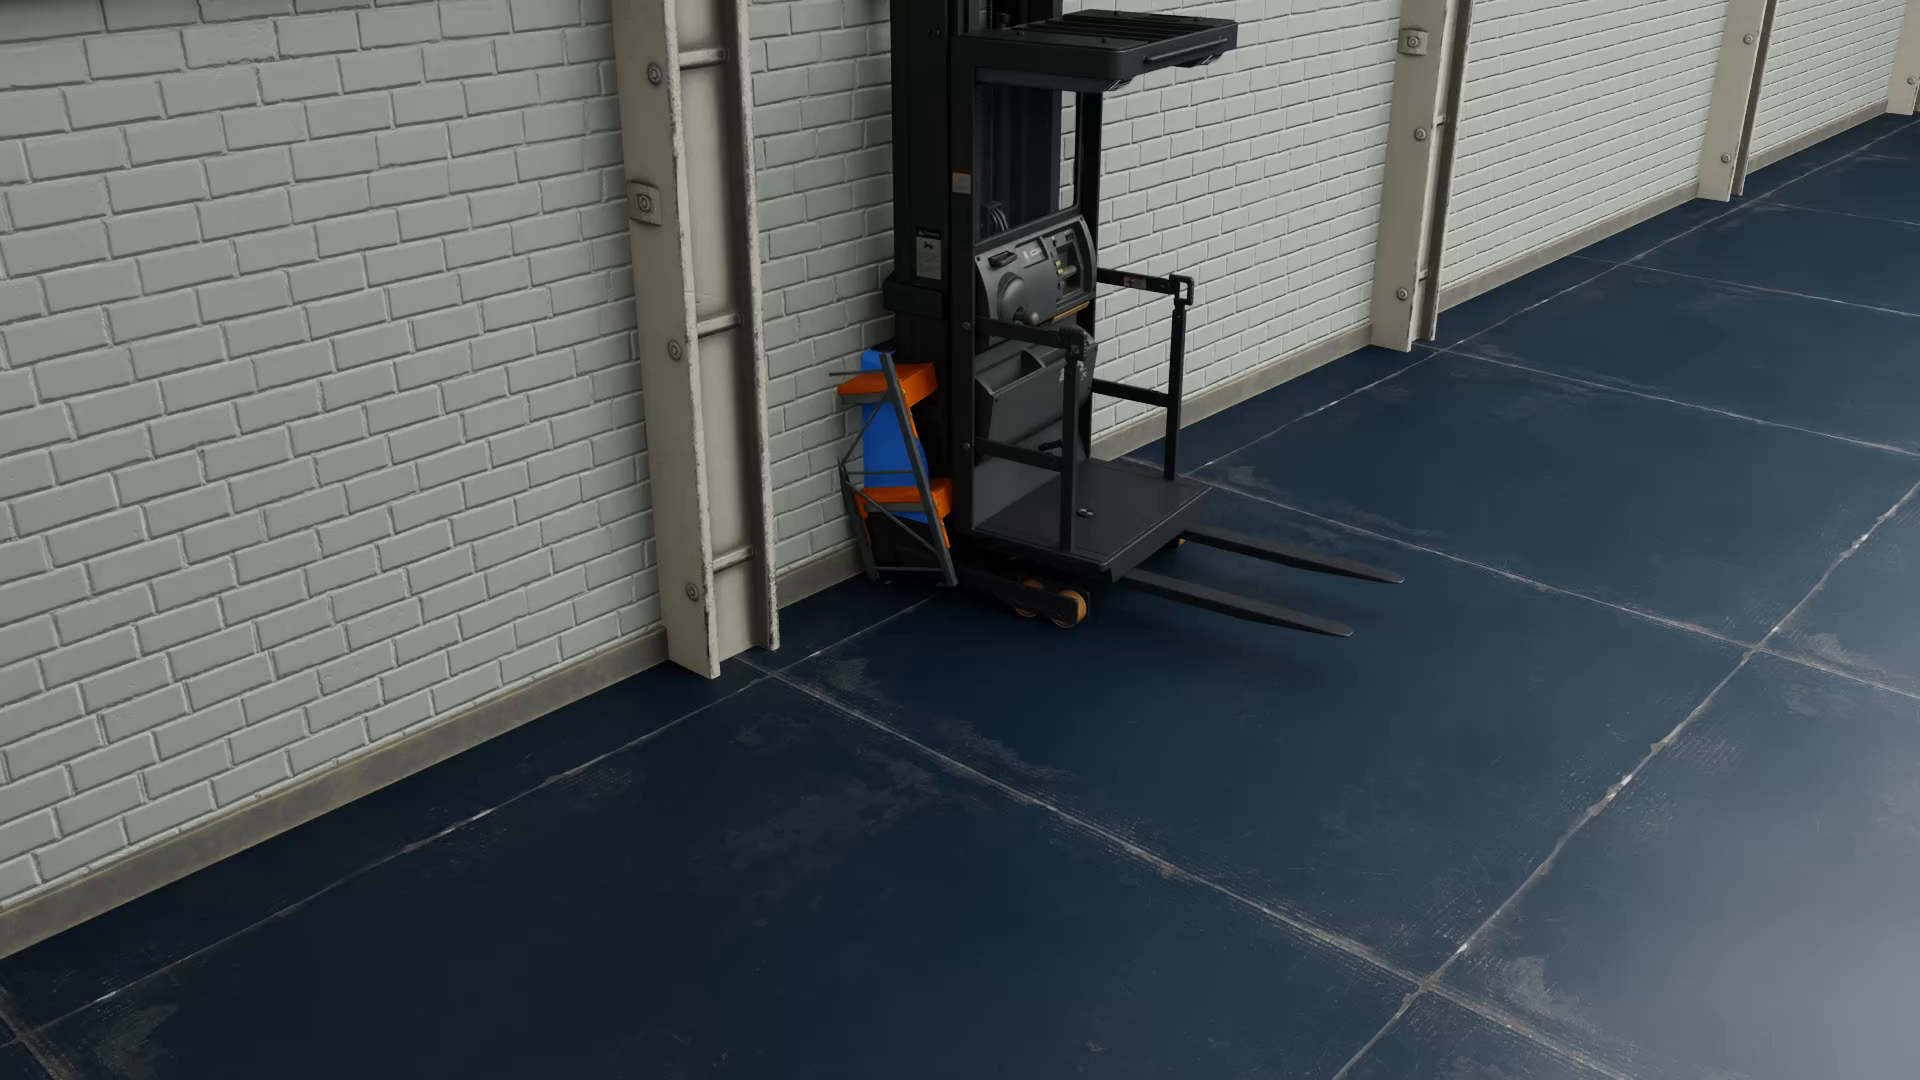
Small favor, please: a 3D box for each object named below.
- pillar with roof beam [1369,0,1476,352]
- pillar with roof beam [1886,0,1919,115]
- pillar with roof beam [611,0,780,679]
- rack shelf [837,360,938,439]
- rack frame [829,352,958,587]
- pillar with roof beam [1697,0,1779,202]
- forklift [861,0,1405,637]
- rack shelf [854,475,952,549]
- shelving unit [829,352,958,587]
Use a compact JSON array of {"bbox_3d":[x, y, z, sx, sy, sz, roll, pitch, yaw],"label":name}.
[{"bbox_3d":[6.186,-4.278,6.793,9.100,9.000,0.400,20,31,38],"label":"pillar with roof beam"},{"bbox_3d":[14.195,-7.934,14.947,9.100,9.000,0.400,20,31,38],"label":"pillar with roof beam"},{"bbox_3d":[2.182,-2.450,2.716,9.100,9.000,0.400,20,31,38],"label":"pillar with roof beam"},{"bbox_3d":[-0.162,-0.788,7.778,0.538,0.278,1.000,0,26,37],"label":"rack shelf"},{"bbox_3d":[-0.362,-0.302,7.517,0.500,1.125,0.032,0,26,37],"label":"rack frame"},{"bbox_3d":[10.190,-6.106,10.870,9.100,9.000,0.400,20,31,38],"label":"pillar with roof beam"},{"bbox_3d":[0.520,-1.196,7.334,3.031,2.935,1.130,15,28,30],"label":"forklift"},{"bbox_3d":[-0.021,-0.305,7.966,0.538,0.278,1.000,0,26,37],"label":"rack shelf"},{"bbox_3d":[-0.085,-0.525,7.881,0.538,1.125,1.048,0,26,37],"label":"shelving unit"}]
